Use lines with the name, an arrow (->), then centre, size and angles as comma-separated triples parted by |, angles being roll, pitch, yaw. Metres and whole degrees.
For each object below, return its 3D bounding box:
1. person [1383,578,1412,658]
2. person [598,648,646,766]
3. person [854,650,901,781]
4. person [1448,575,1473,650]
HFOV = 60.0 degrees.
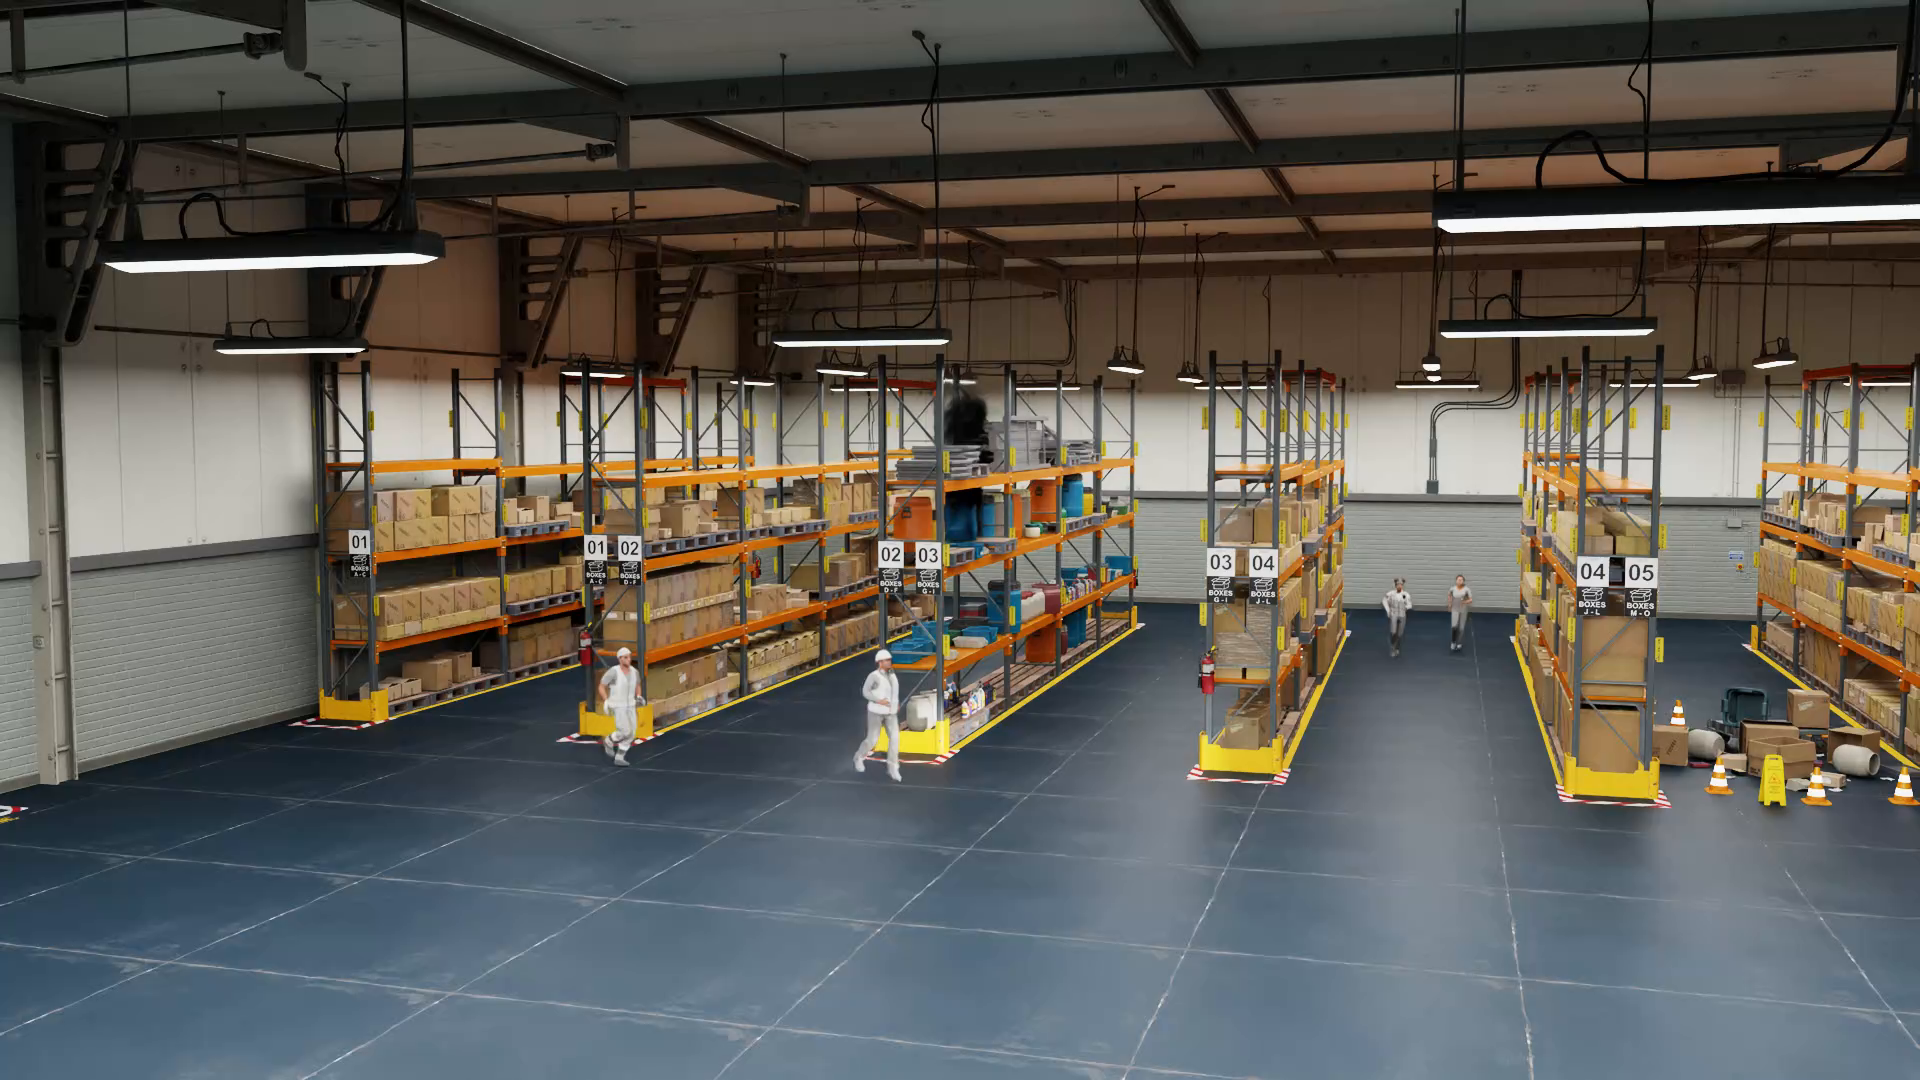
person -> 9.271, 1.652, 35.217 | 0.587, 1.712, 0.691 | 1, 4, 7
person -> -4.883, 2.420, 24.098 | 0.636, 1.734, 0.663 | 4, 6, 43
person -> -1.076, 2.440, 23.434 | 0.700, 1.787, 0.930 | -3, 5, -40
person -> 10.887, 1.579, 36.241 | 0.546, 1.646, 0.671 | 2, 4, 21
